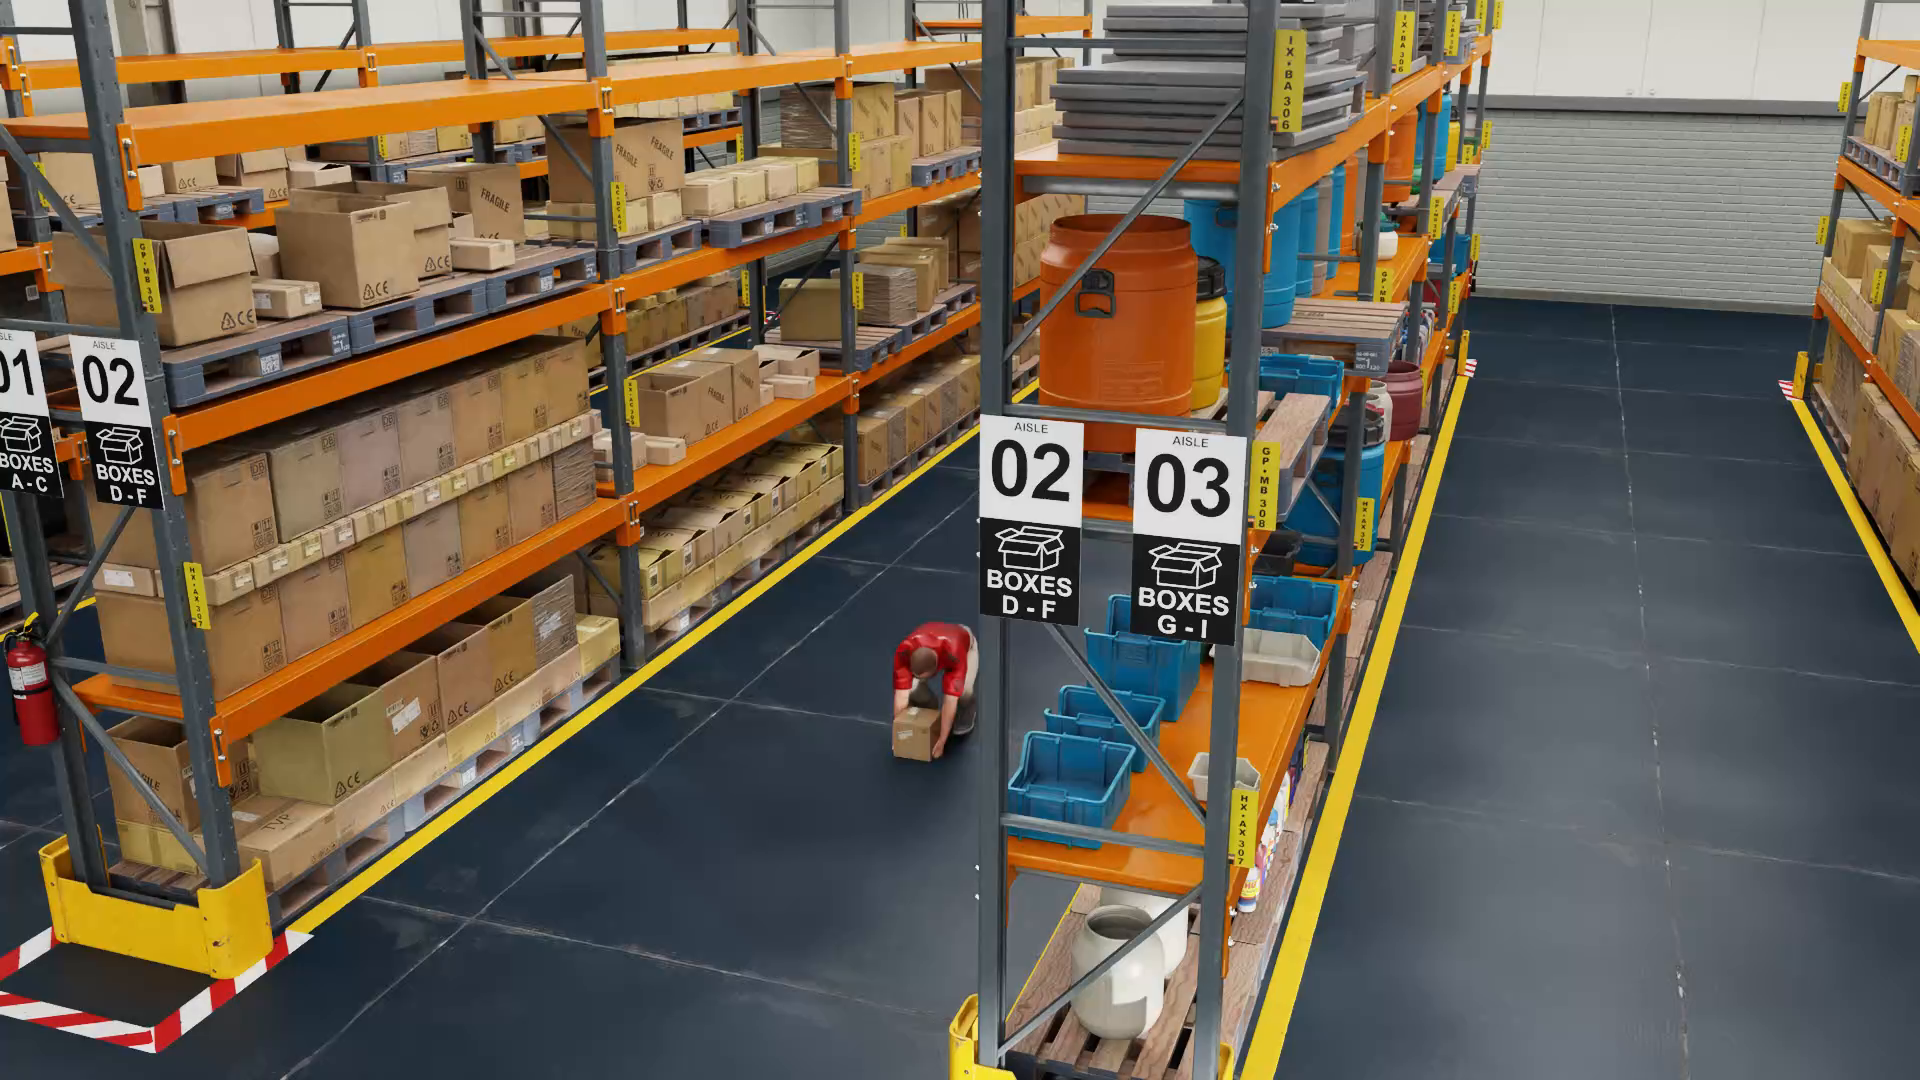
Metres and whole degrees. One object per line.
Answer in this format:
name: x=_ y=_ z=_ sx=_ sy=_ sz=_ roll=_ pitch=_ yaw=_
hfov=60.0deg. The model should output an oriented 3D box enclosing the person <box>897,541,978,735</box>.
person: x=-0.157 y=0.599 z=10.758 sx=0.461 sy=1.443 sz=0.832 roll=6 pitch=19 yaw=17
